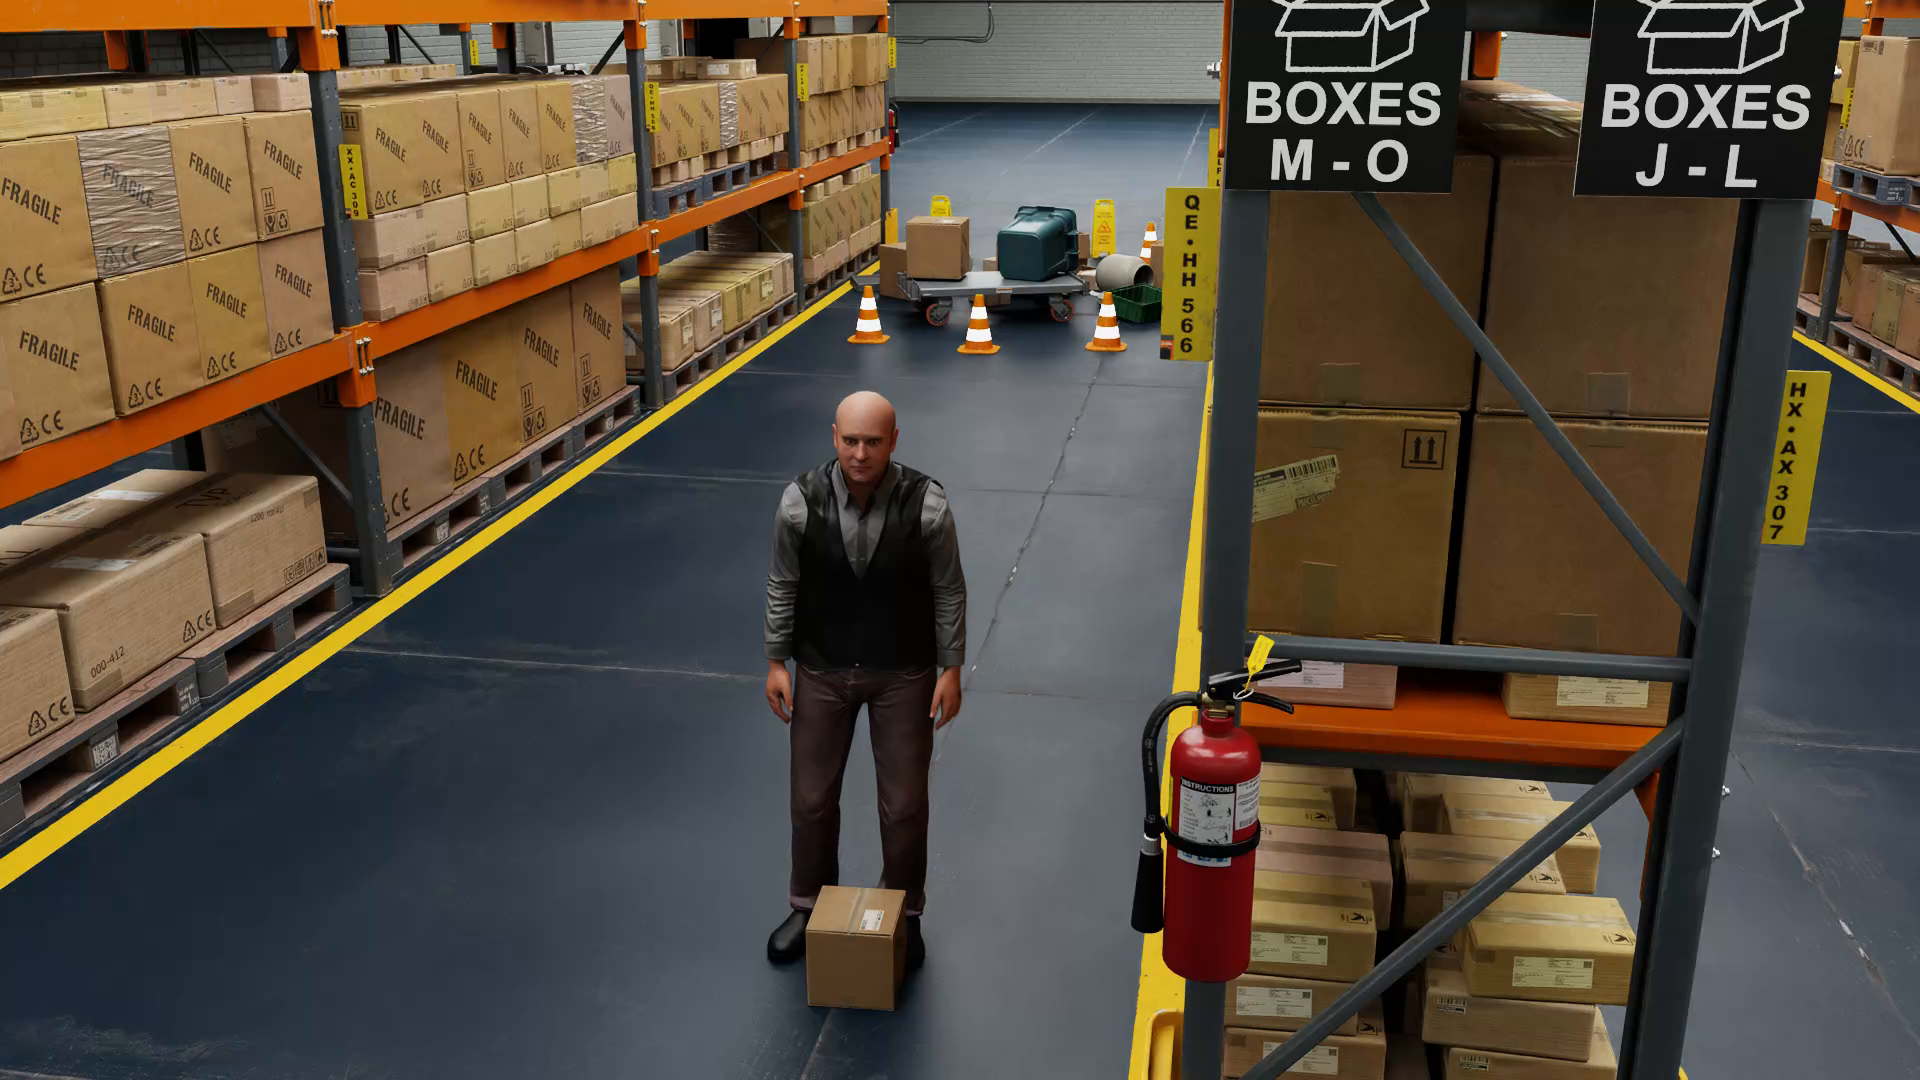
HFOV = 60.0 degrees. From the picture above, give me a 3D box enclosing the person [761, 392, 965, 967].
[{"bbox_3d":[-0.280,0.394,4.861,0.588,1.721,0.411,2,18,6],"label":"person"}]
